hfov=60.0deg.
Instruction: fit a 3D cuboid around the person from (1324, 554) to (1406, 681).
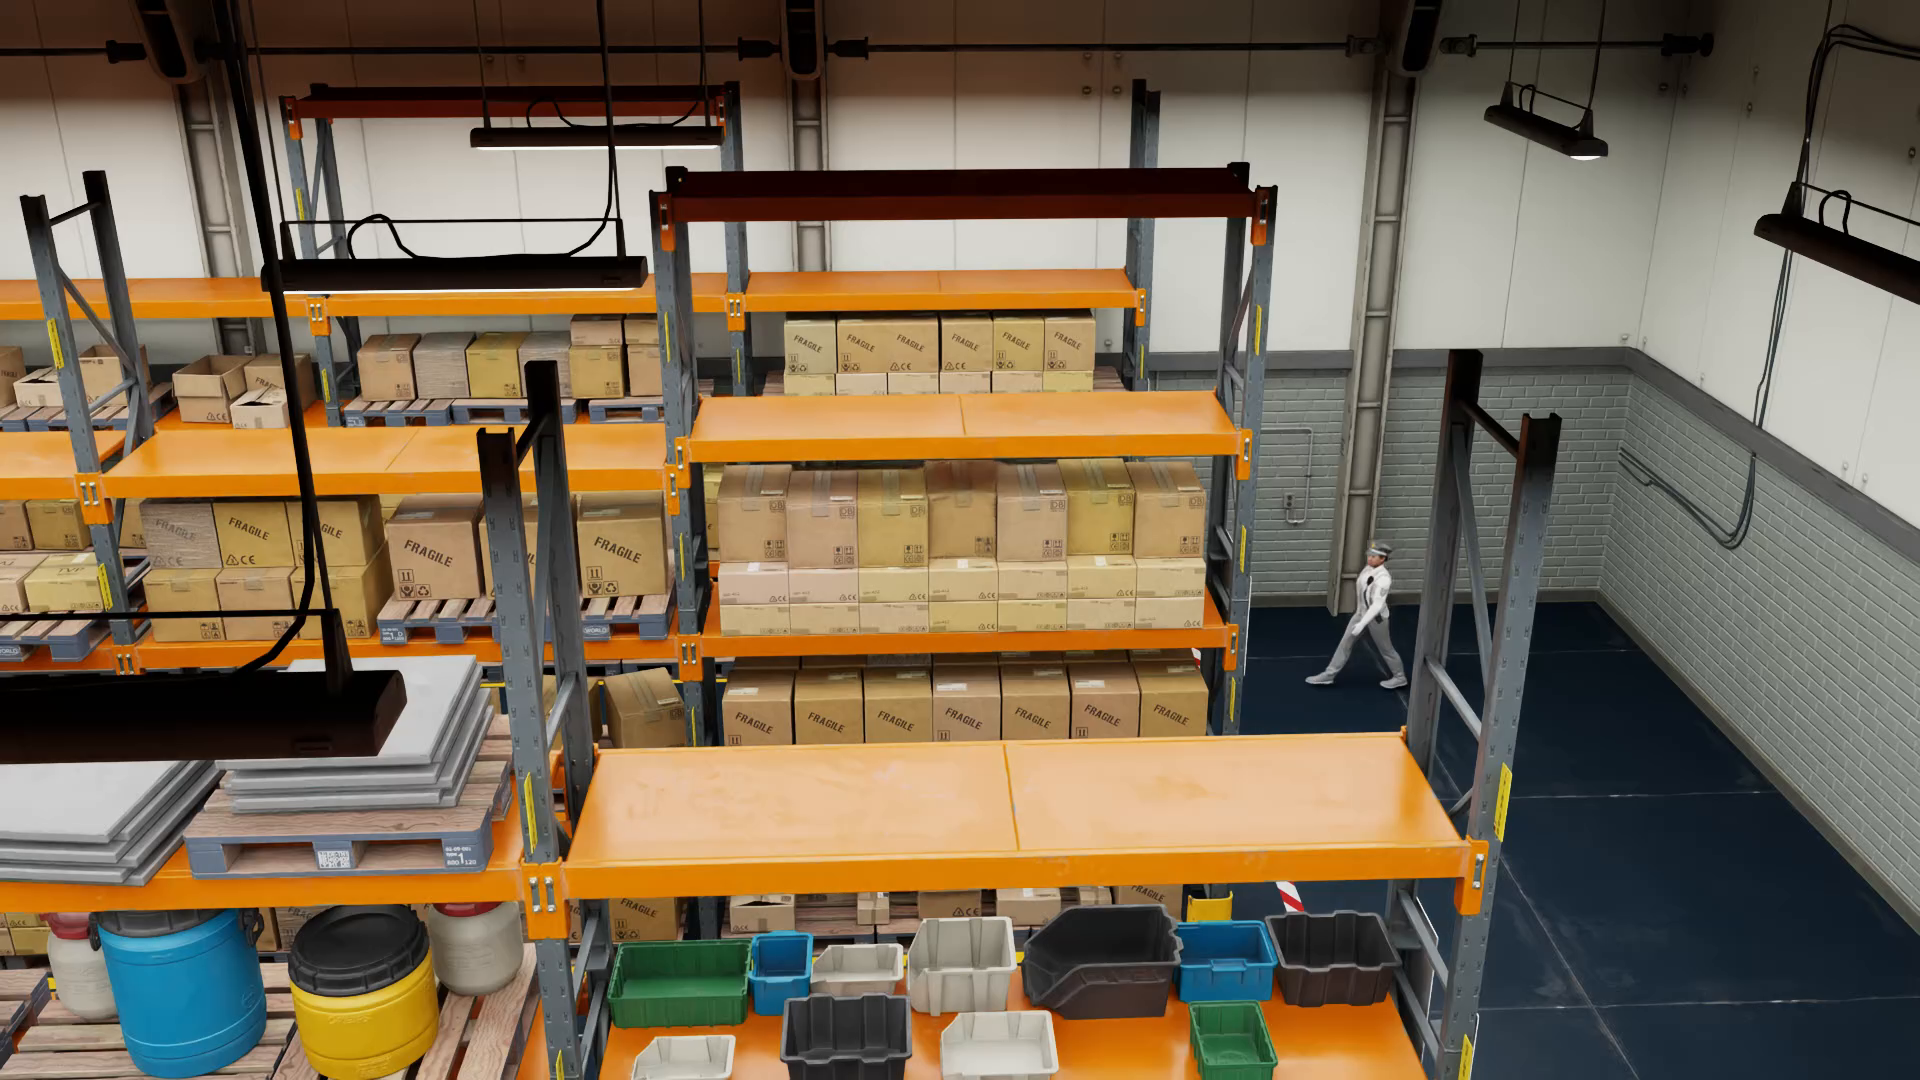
[{"bbox_3d":[4.213,0.759,17.014,0.824,1.531,0.364,-4,23,-10],"label":"person"}]
